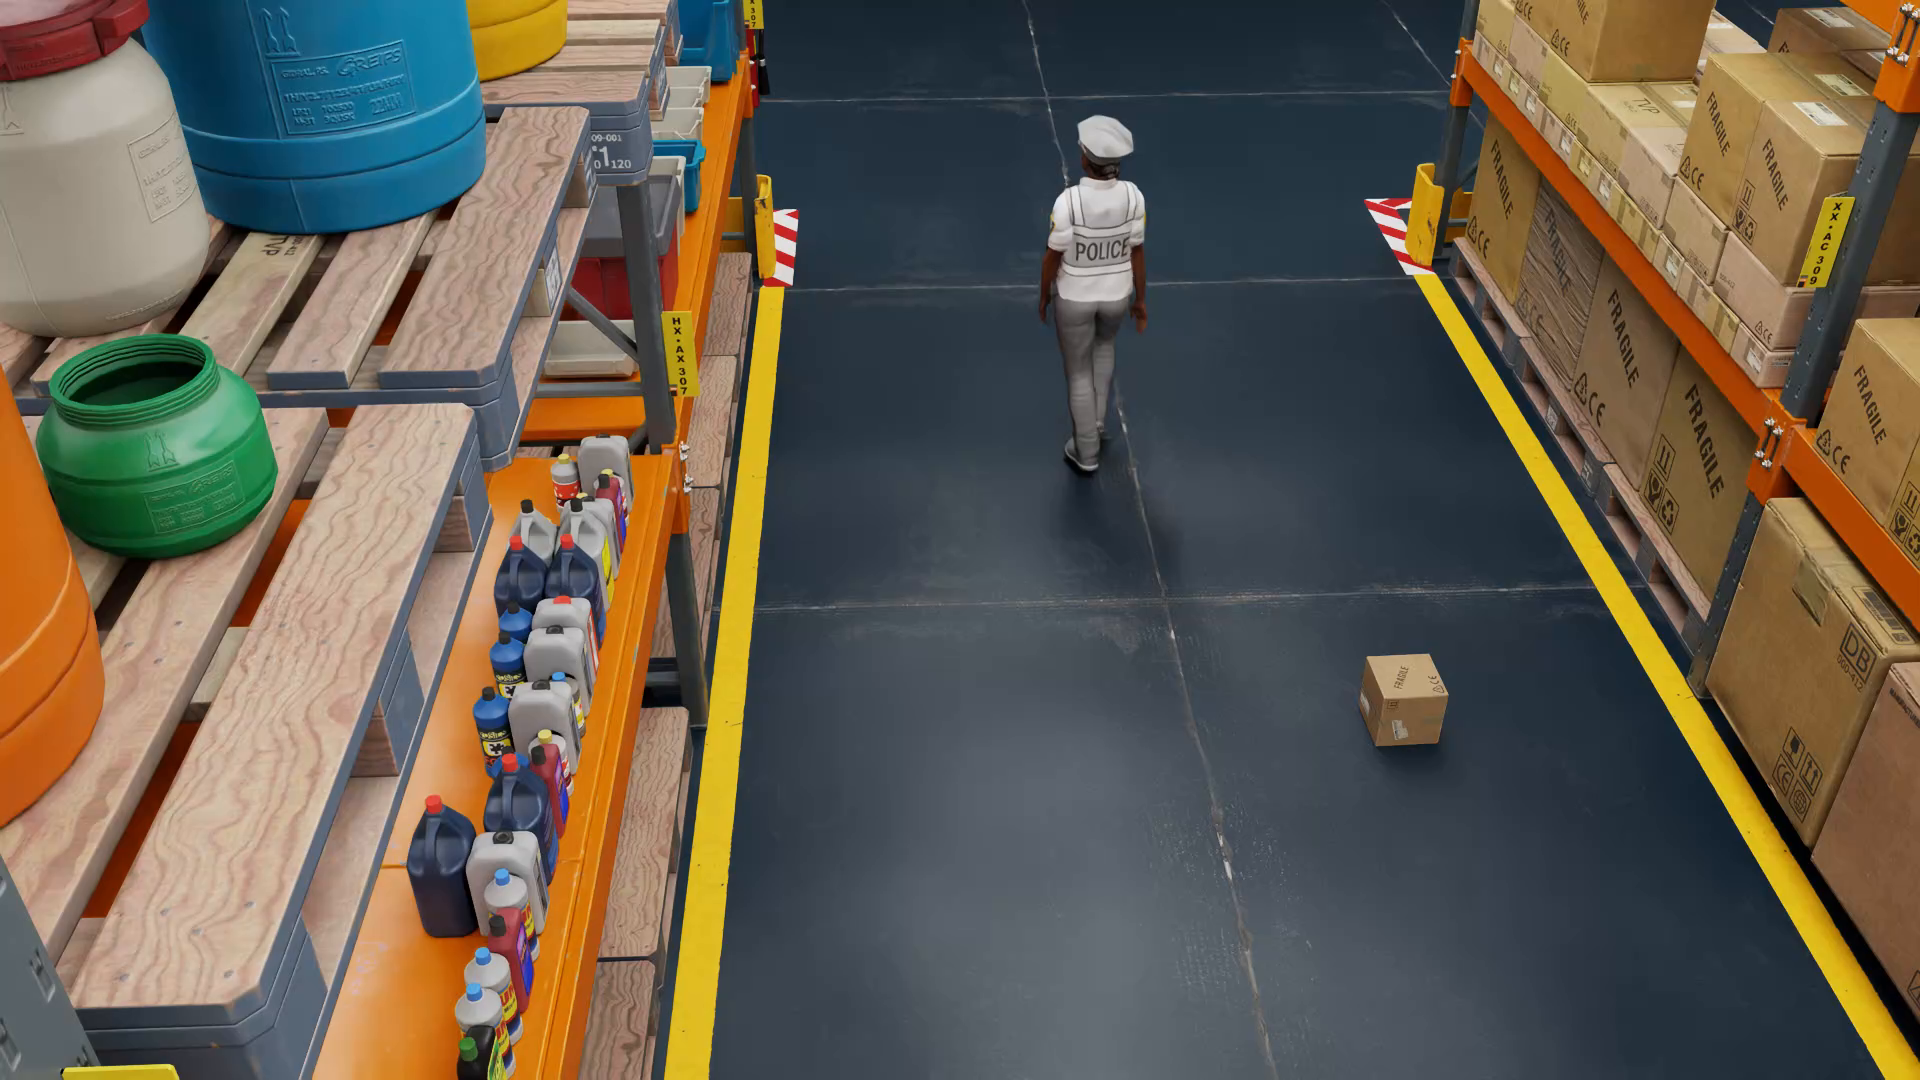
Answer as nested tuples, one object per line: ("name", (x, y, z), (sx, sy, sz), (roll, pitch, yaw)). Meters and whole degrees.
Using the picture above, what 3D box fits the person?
("person", (0.602, -1.111, 7.710), (0.483, 1.750, 0.511), (-11, 37, -14))
